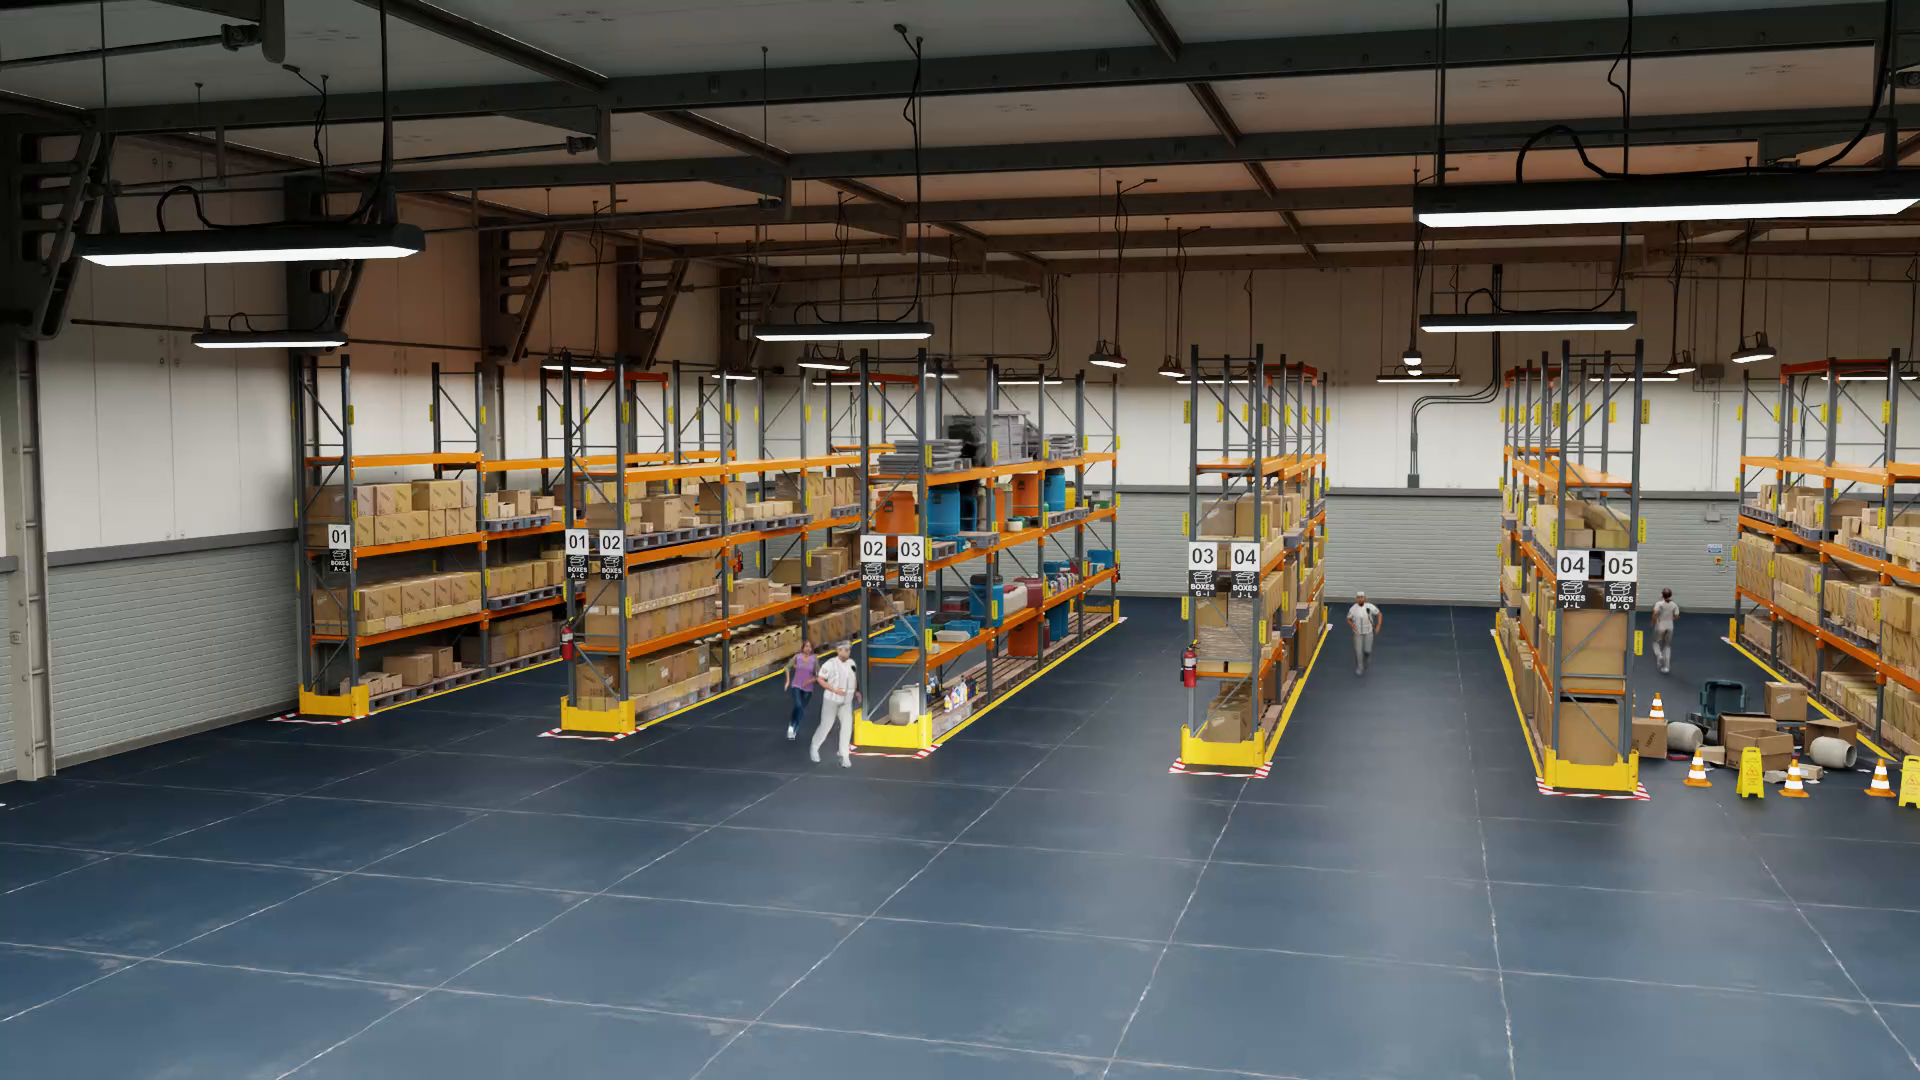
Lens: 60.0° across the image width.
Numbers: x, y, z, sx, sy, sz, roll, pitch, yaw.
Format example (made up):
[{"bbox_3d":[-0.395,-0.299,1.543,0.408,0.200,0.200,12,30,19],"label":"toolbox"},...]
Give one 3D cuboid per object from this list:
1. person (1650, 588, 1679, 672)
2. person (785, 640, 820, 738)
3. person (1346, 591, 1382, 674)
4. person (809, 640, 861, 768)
[{"bbox_3d":[13.728,1.745,32.481,0.549,1.633,0.582,0,4,5],"label":"person"},{"bbox_3d":[-2.412,2.302,25.582,0.537,1.533,0.585,-1,4,-10],"label":"person"},{"bbox_3d":[7.753,1.798,31.972,0.641,1.624,0.650,2,5,20],"label":"person"},{"bbox_3d":[-1.710,2.319,23.919,0.723,1.772,0.883,-3,5,-34],"label":"person"}]
